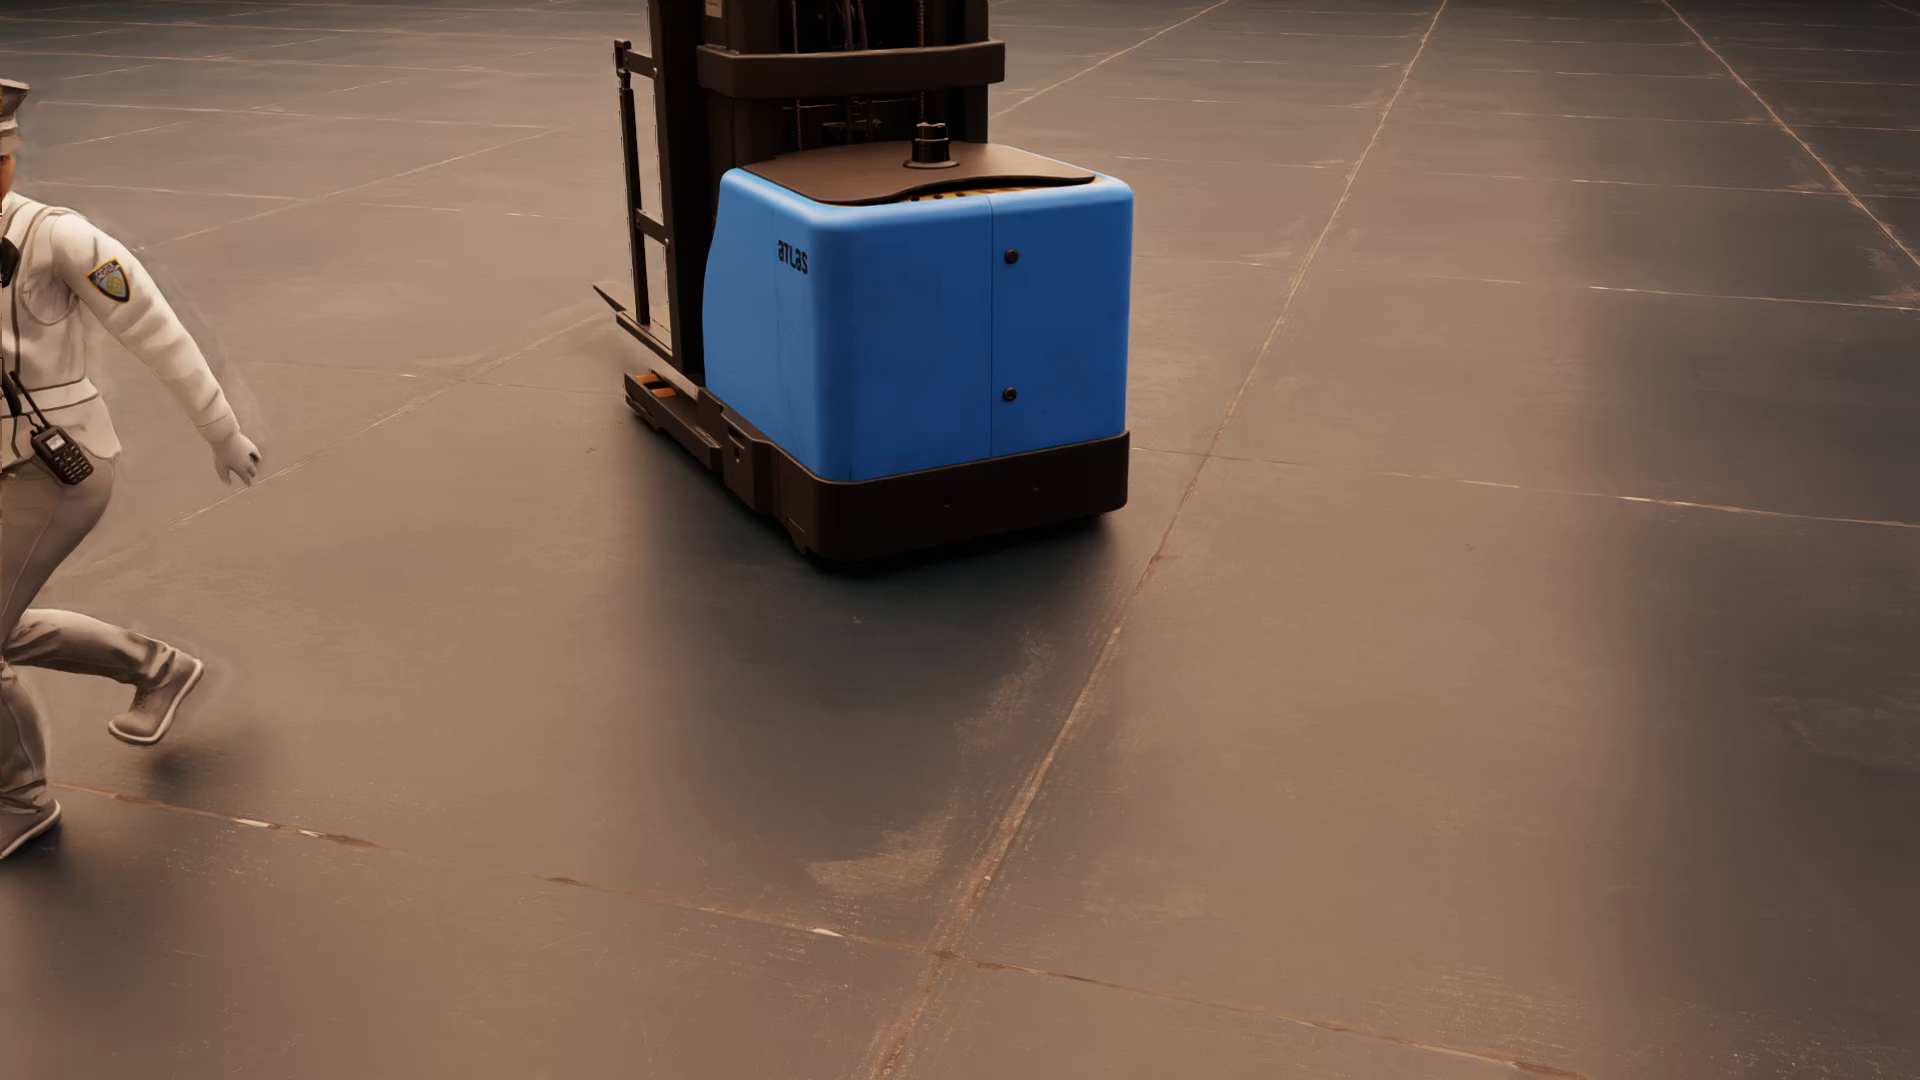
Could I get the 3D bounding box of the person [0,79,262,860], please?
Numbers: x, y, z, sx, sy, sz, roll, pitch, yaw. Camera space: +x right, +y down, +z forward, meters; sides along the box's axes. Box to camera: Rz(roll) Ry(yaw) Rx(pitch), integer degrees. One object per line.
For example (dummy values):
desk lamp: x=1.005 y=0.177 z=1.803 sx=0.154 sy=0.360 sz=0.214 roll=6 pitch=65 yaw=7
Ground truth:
person: x=-1.913 y=-0.144 z=3.428 sx=0.541 sy=1.591 sz=0.770 roll=14 pitch=26 yaw=30

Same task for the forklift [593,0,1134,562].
forklift: x=-0.600 y=-1.816 z=5.678 sx=1.130 sy=2.935 sz=3.031 roll=-11 pitch=25 yaw=-25
